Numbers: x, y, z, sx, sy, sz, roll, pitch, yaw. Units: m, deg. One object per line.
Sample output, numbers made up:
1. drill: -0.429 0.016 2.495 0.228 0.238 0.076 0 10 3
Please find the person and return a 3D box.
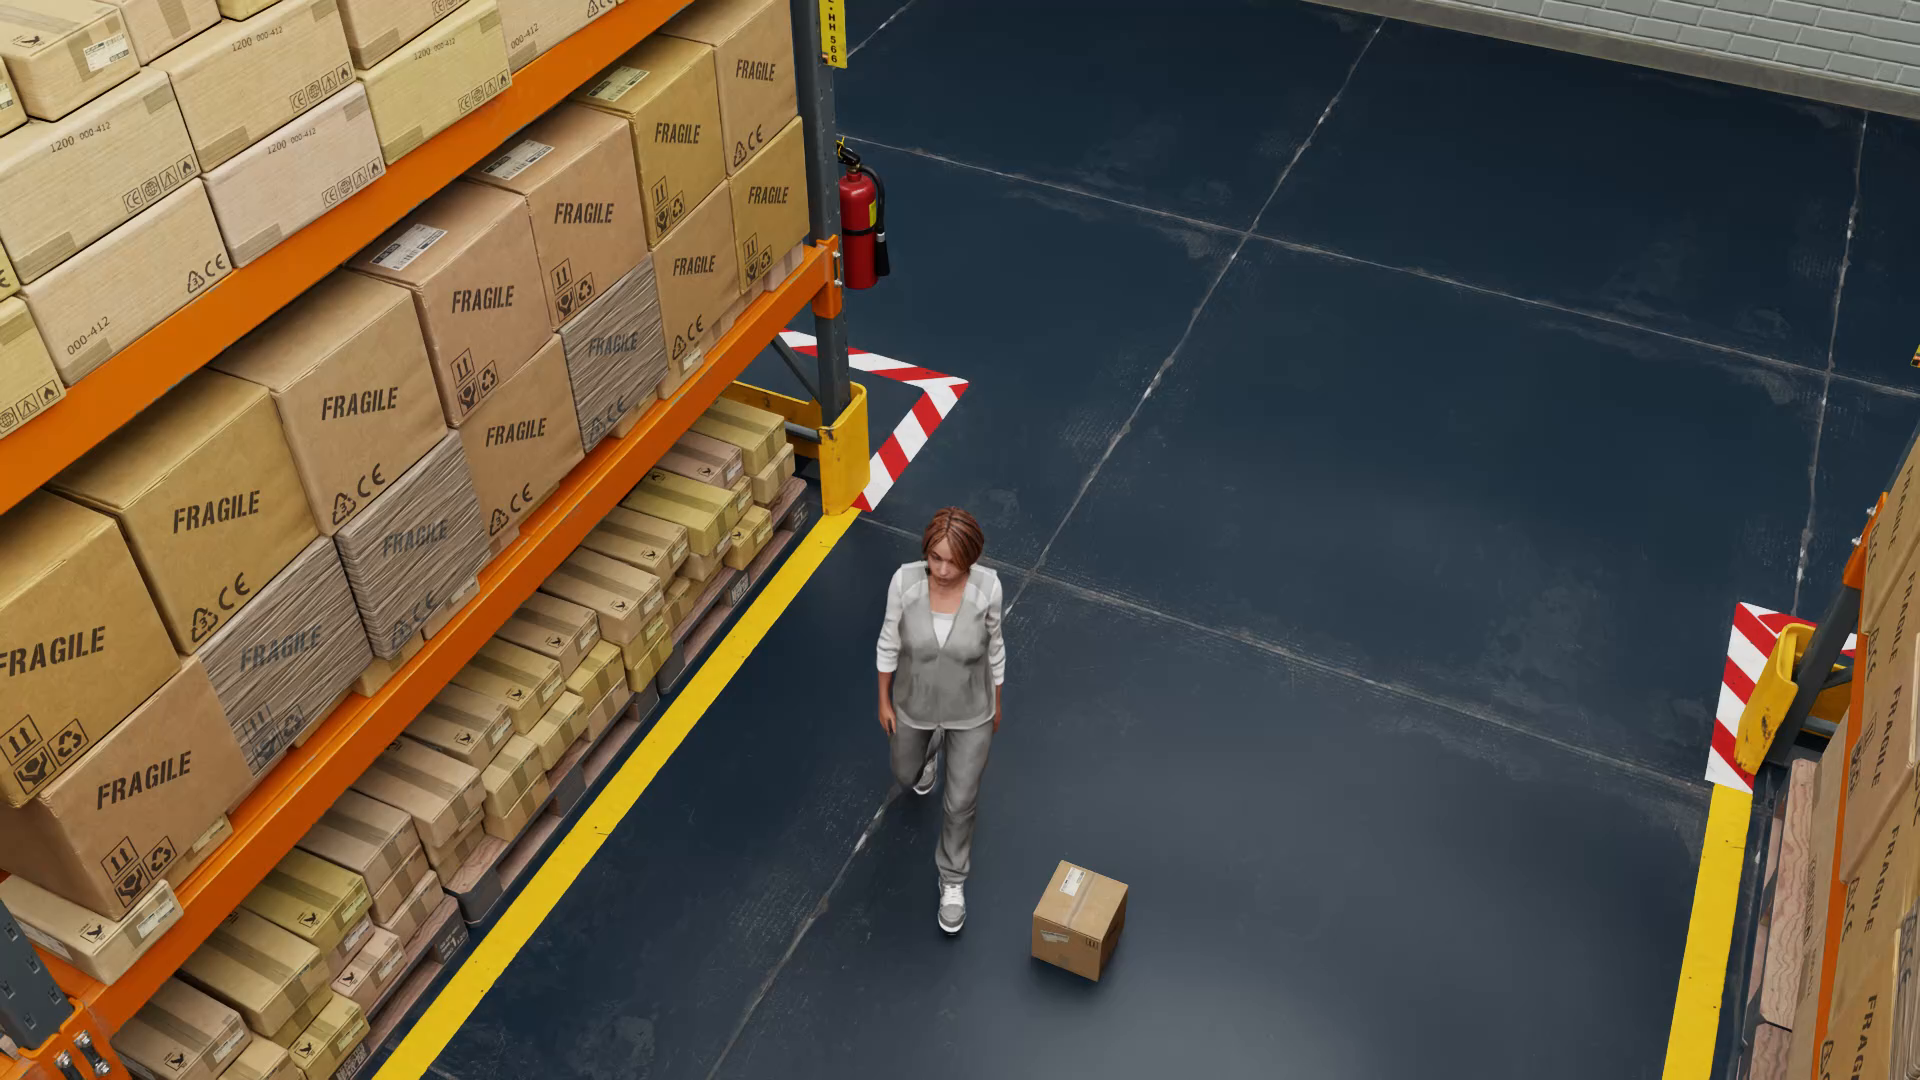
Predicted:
1. person: -0.066 0.541 5.567 0.425 1.568 0.782 5 43 5
